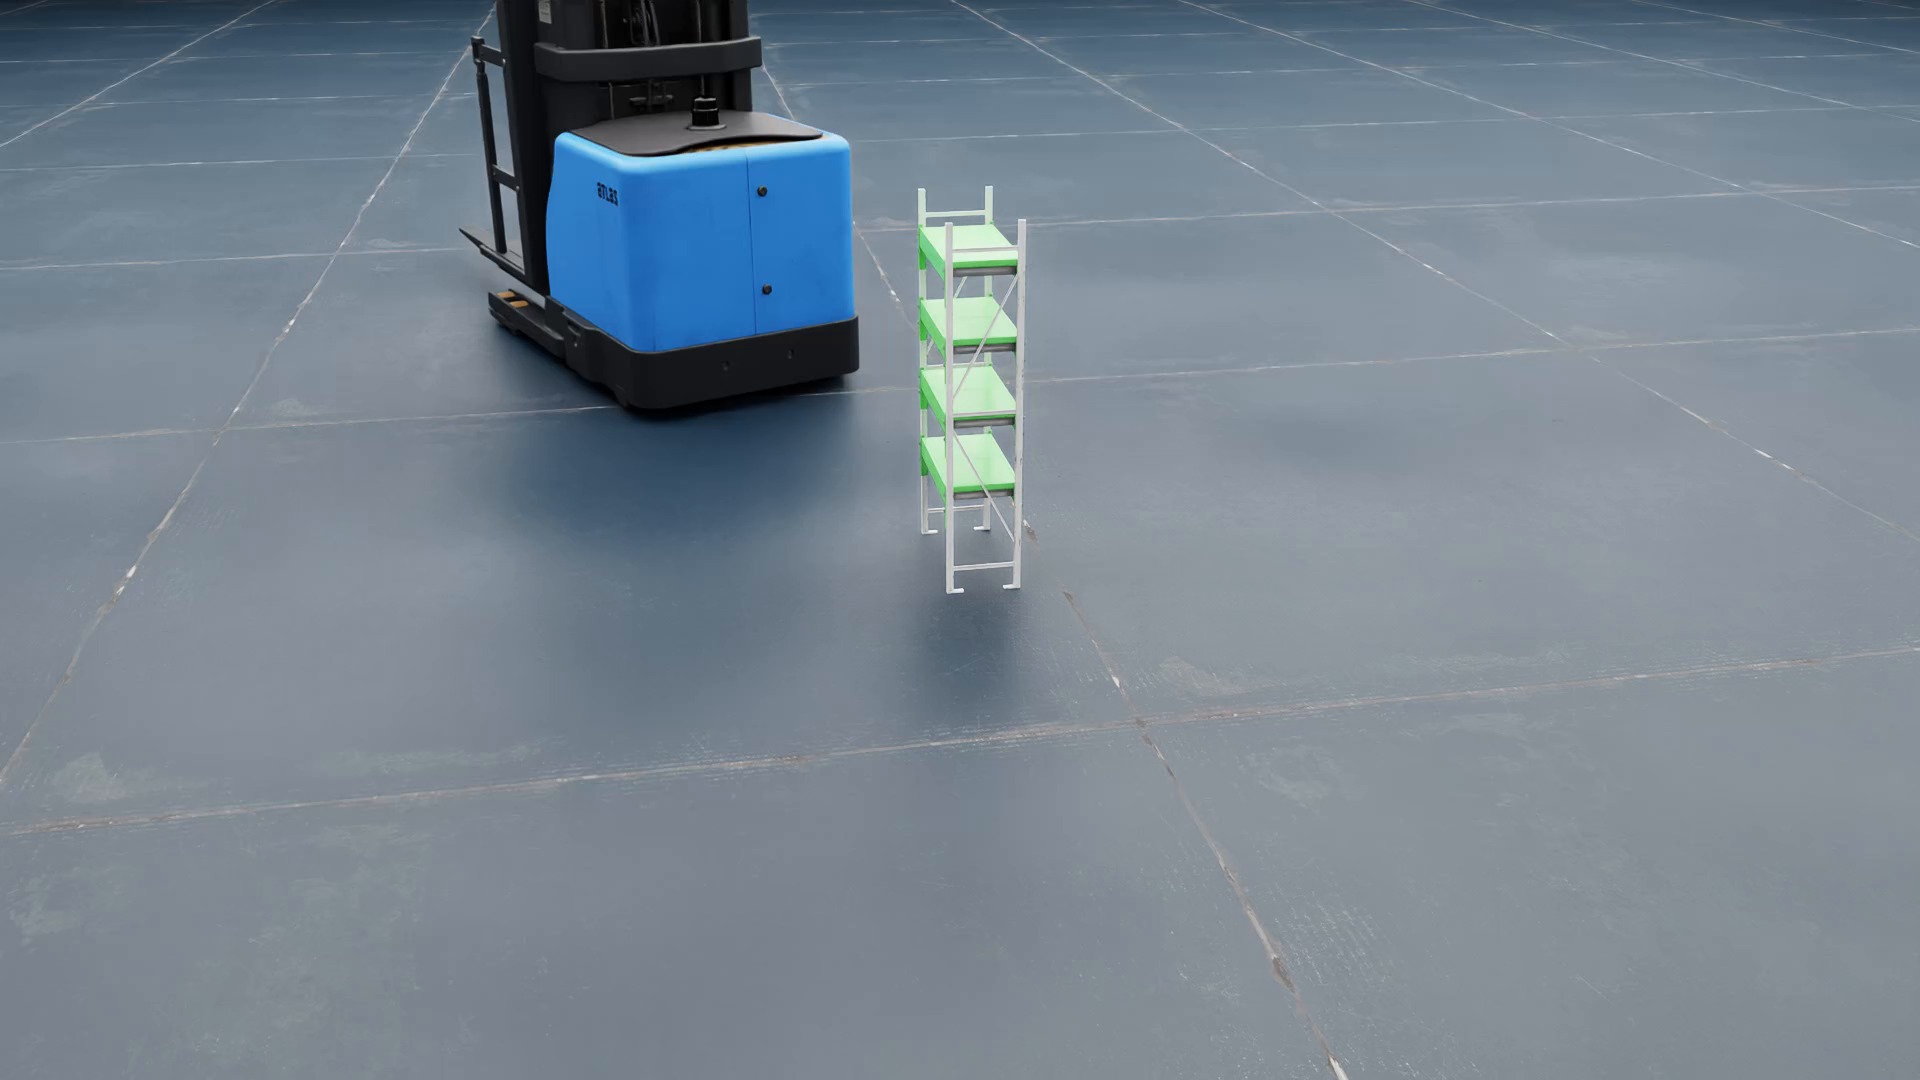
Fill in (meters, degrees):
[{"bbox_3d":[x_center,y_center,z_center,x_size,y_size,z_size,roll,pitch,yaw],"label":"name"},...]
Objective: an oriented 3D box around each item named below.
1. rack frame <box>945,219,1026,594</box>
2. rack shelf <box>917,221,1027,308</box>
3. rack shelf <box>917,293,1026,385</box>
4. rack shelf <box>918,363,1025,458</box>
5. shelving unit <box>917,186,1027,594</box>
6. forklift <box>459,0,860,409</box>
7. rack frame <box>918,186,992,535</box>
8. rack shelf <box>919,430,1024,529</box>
[{"bbox_3d":[0.076,-0.389,5.141,0.240,1.200,0.015,-4,24,-10],"label":"rack frame"},{"bbox_3d":[0.031,-0.866,5.194,0.258,0.148,0.480,-4,24,-10],"label":"rack shelf"},{"bbox_3d":[0.031,-0.646,5.290,0.258,0.148,0.480,-4,24,-10],"label":"rack shelf"},{"bbox_3d":[0.031,-0.426,5.386,0.258,0.148,0.480,-4,24,-10],"label":"rack shelf"},{"bbox_3d":[0.031,-0.485,5.361,0.258,1.200,0.503,-4,24,-10],"label":"shelving unit"},{"bbox_3d":[-1.654,-2.419,7.626,1.130,2.935,3.031,-14,27,-29],"label":"forklift"},{"bbox_3d":[-0.015,-0.581,5.581,0.240,1.200,0.015,-4,24,-10],"label":"rack frame"},{"bbox_3d":[0.031,-0.206,5.482,0.258,0.148,0.480,-4,24,-10],"label":"rack shelf"}]
